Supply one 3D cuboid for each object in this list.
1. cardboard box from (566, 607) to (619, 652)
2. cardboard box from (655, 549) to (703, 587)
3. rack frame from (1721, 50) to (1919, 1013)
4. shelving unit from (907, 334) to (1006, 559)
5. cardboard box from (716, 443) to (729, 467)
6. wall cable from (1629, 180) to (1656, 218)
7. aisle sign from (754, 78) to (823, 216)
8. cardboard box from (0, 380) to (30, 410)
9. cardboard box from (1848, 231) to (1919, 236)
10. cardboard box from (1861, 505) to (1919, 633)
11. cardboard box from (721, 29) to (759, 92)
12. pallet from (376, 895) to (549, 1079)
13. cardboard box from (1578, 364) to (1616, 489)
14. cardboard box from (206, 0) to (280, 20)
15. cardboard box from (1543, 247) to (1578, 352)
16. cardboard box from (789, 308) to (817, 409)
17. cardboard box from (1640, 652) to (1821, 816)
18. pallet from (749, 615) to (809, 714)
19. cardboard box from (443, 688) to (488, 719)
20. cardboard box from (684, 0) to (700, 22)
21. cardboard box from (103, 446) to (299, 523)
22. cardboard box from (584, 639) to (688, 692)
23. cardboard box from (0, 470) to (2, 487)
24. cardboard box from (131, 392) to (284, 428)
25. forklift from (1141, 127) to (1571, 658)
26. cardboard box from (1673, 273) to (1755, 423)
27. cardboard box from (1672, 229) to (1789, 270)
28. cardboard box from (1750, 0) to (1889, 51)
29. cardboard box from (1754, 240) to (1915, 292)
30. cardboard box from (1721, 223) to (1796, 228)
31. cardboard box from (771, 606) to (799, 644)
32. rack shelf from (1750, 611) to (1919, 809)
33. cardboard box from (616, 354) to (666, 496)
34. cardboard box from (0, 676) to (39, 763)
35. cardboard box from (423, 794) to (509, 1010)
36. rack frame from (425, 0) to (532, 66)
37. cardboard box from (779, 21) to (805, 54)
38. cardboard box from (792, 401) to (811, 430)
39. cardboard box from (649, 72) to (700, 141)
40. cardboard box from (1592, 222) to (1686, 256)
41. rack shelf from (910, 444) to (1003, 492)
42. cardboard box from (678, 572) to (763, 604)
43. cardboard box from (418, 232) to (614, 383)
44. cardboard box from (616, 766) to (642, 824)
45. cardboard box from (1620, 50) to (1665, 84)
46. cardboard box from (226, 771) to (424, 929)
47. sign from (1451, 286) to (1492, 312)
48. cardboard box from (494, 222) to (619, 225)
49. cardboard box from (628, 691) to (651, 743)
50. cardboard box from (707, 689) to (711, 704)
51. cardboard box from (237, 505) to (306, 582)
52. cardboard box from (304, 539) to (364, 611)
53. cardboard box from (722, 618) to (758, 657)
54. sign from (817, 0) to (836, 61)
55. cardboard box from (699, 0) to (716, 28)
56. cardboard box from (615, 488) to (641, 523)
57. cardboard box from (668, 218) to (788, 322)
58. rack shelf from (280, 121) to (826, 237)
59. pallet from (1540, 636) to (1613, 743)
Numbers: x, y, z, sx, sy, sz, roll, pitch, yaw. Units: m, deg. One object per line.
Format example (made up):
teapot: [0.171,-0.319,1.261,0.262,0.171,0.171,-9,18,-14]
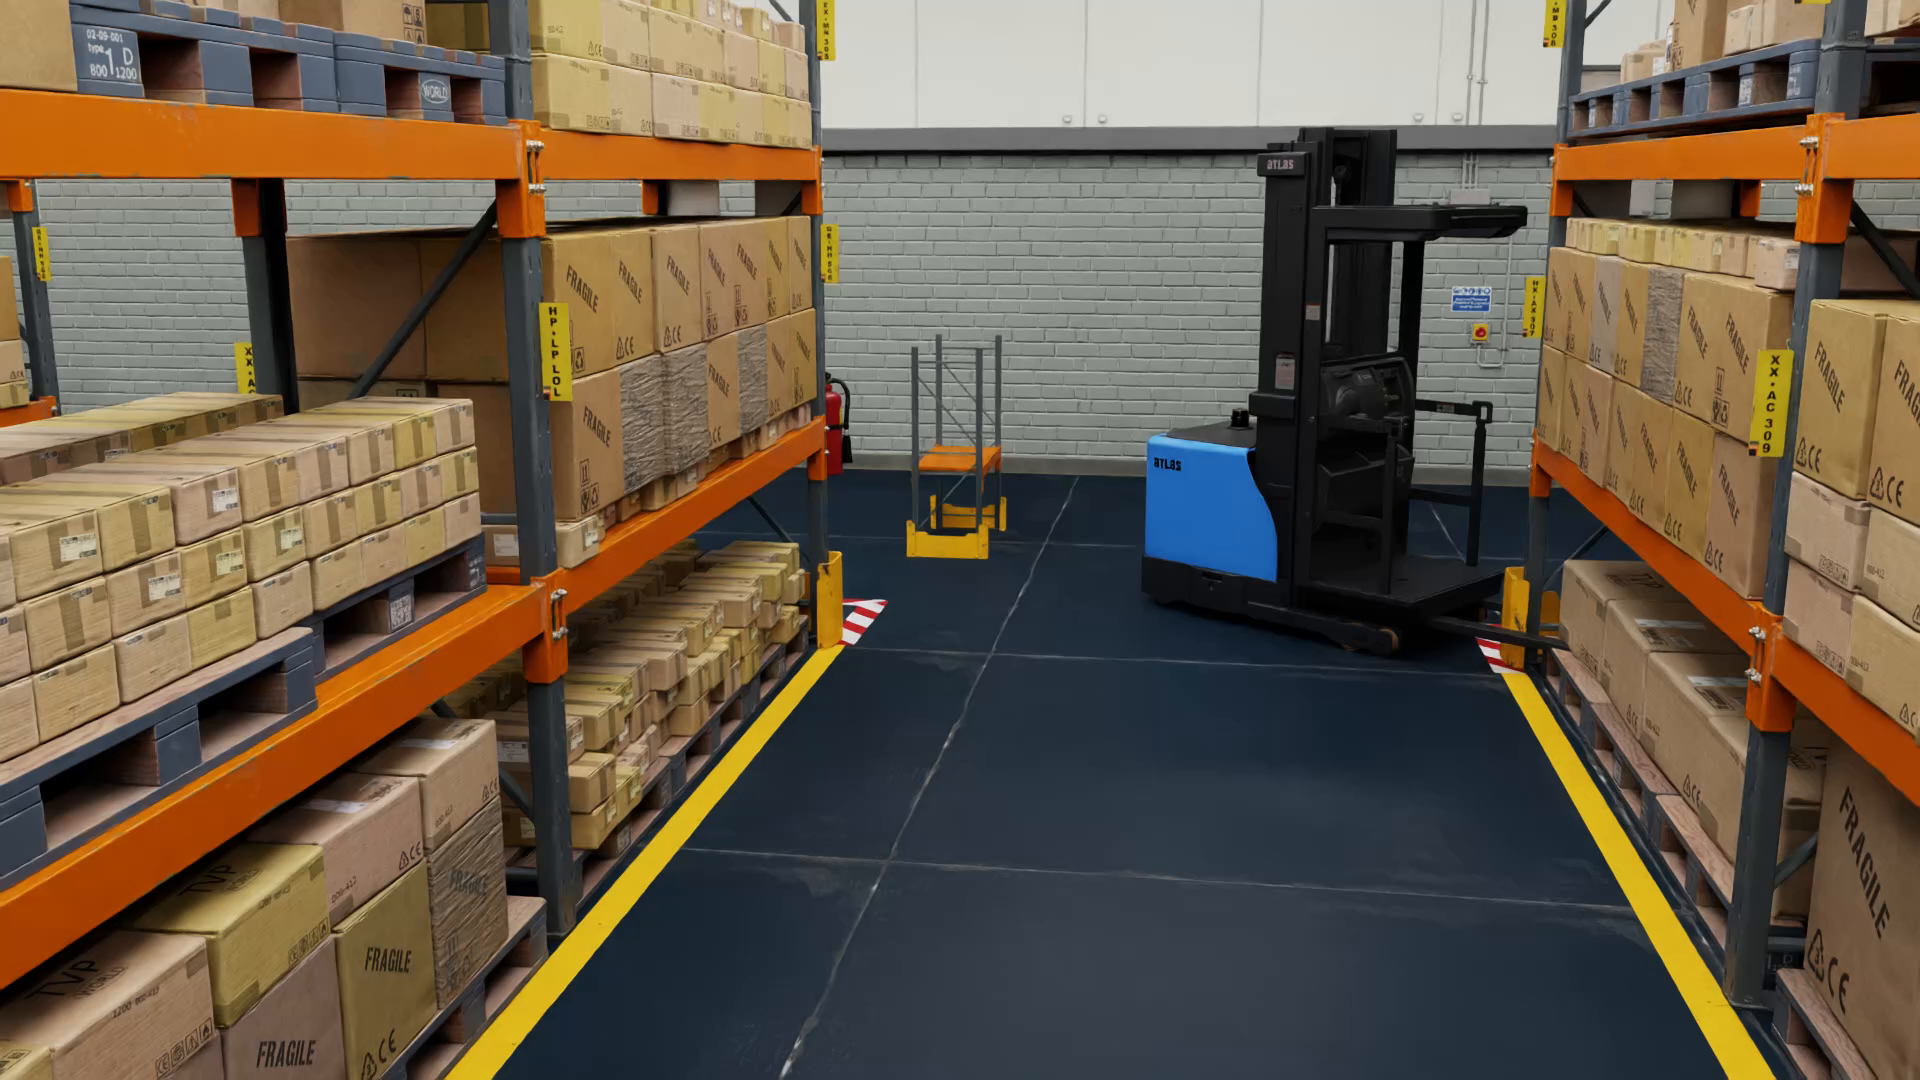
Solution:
cardboard box: [-1.819,0.417,7.794,0.380,0.149,0.250,2,12,9]
cardboard box: [-1.616,0.149,9.041,0.380,0.149,0.250,2,12,10]
rack frame: [3.015,0.064,5.077,1.000,3.000,0.127,2,12,9]
shelving unit: [-0.012,-0.717,12.262,0.587,1.500,1.083,2,12,9]
cardboard box: [-1.332,-0.443,8.025,0.380,0.149,0.250,1,12,6]
wall cable: [5.878,-2.396,14.082,0.588,1.984,0.122,2,12,9]
aisle sign: [-0.968,-2.184,9.339,0.394,0.787,0.004,2,12,9]
cardboard box: [-5.891,-0.882,10.063,0.380,0.149,0.250,2,12,10]
cardboard box: [3.510,-1.061,6.145,0.380,0.149,0.250,2,12,7]
cardboard box: [2.617,0.085,4.150,0.500,0.250,0.500,2,12,10]
cardboard box: [-1.254,-2.228,7.763,0.500,0.250,0.500,2,12,9]
pallet: [-2.009,1.450,5.265,1.003,0.211,1.213,2,12,9]
cardboard box: [3.127,-0.516,7.528,0.500,0.500,0.500,2,12,8]
cardboard box: [-2.234,-1.527,4.554,0.500,0.311,0.500,2,12,8]
cardboard box: [3.275,-1.216,8.404,0.500,0.500,0.500,2,12,7]
cardboard box: [-1.091,-1.001,9.073,0.500,0.500,0.500,2,12,10]
cardboard box: [3.355,0.797,6.758,0.875,0.438,0.875,2,12,7]
pallet: [-1.448,0.639,9.028,1.003,0.211,1.213,2,12,9]
cardboard box: [-2.094,0.685,6.552,0.380,0.149,0.250,2,12,9]
cardboard box: [-1.330,-2.287,7.090,0.380,0.149,0.250,2,12,7]
cardboard box: [-1.924,-0.143,4.226,0.380,0.149,0.250,1,12,7]
cardboard box: [-1.405,0.542,7.216,0.380,0.149,0.250,2,12,10]
cardboard box: [-2.604,-0.112,4.083,0.380,0.149,0.250,2,12,11]
cardboard box: [-2.406,-0.382,5.332,0.380,0.149,0.250,3,12,12]
forklift: [2.555,-0.889,9.663,1.130,2.935,3.031,-12,17,-43]
cardboard box: [2.901,-0.686,5.947,0.500,0.500,0.500,2,12,8]
cardboard box: [3.007,-1.129,6.463,0.380,0.149,0.250,2,12,7]
cardboard box: [2.797,-1.734,5.385,0.396,0.266,0.258,2,12,10]
cardboard box: [2.748,-0.865,5.238,0.380,0.149,0.250,2,12,7]
cardboard box: [3.612,-1.329,7.390,0.380,0.149,0.250,2,12,8]
cardboard box: [-1.090,0.453,9.040,0.380,0.149,0.250,2,12,10]
rack shelf: [2.708,0.832,3.221,1.077,0.370,4.000,2,12,9]
cardboard box: [-1.497,-0.468,6.601,0.500,0.500,0.500,2,12,9]
cardboard box: [-2.077,0.364,3.282,0.380,0.149,0.250,2,12,11]
cardboard box: [-1.756,1.103,5.190,0.500,0.500,0.500,2,12,8]
rack frame: [-1.891,-3.008,5.091,1.000,3.000,0.127,2,12,9]
cardboard box: [-1.037,-2.662,8.827,0.380,0.149,0.250,2,12,8]
cardboard box: [-1.047,-0.708,9.256,0.380,0.149,0.250,2,12,9]
cardboard box: [-1.392,-1.769,6.816,0.500,0.250,0.500,2,12,11]
cardboard box: [3.157,-1.396,7.700,0.380,0.149,0.250,1,12,7]
rack shelf: [-0.013,-0.540,12.291,0.538,0.185,1.000,2,12,9]
cardboard box: [-1.219,0.268,8.487,0.380,0.149,0.250,1,12,6]
cardboard box: [-1.581,-0.845,5.975,0.500,0.500,0.500,2,12,10]
cardboard box: [-1.477,0.992,6.540,0.380,0.149,0.250,2,12,10]
cardboard box: [3.236,-2.147,7.580,0.380,0.149,0.250,2,12,11]
cardboard box: [-1.848,0.844,4.612,0.500,0.250,0.500,2,12,11]
sign: [4.437,-2.090,14.429,0.327,0.218,0.001,2,12,9]
cardboard box: [-1.856,-1.187,7.566,0.500,0.500,0.500,1,12,7]
cardboard box: [-1.523,0.739,7.009,0.380,0.149,0.250,1,12,6]
cardboard box: [-1.393,0.719,7.808,0.380,0.149,0.250,2,12,10]
cardboard box: [-1.917,0.004,4.251,0.380,0.149,0.250,1,12,6]
cardboard box: [-1.875,0.089,4.559,0.380,0.149,0.250,1,12,6]
cardboard box: [-1.220,0.470,8.255,0.380,0.149,0.250,2,12,9]
sign: [-0.731,-2.785,9.075,0.100,0.325,0.005,2,12,9]
cardboard box: [-1.295,-2.342,7.344,0.380,0.149,0.250,2,12,7]
cardboard box: [-1.521,-0.171,6.762,0.380,0.149,0.250,1,12,6]
cardboard box: [-1.179,-1.382,8.471,0.500,0.500,0.500,1,12,7]
rack shelf: [-1.584,-1.606,7.415,1.077,0.370,4.000,2,12,9]
pallet: [3.585,0.763,8.450,1.003,0.211,1.213,2,12,9]
